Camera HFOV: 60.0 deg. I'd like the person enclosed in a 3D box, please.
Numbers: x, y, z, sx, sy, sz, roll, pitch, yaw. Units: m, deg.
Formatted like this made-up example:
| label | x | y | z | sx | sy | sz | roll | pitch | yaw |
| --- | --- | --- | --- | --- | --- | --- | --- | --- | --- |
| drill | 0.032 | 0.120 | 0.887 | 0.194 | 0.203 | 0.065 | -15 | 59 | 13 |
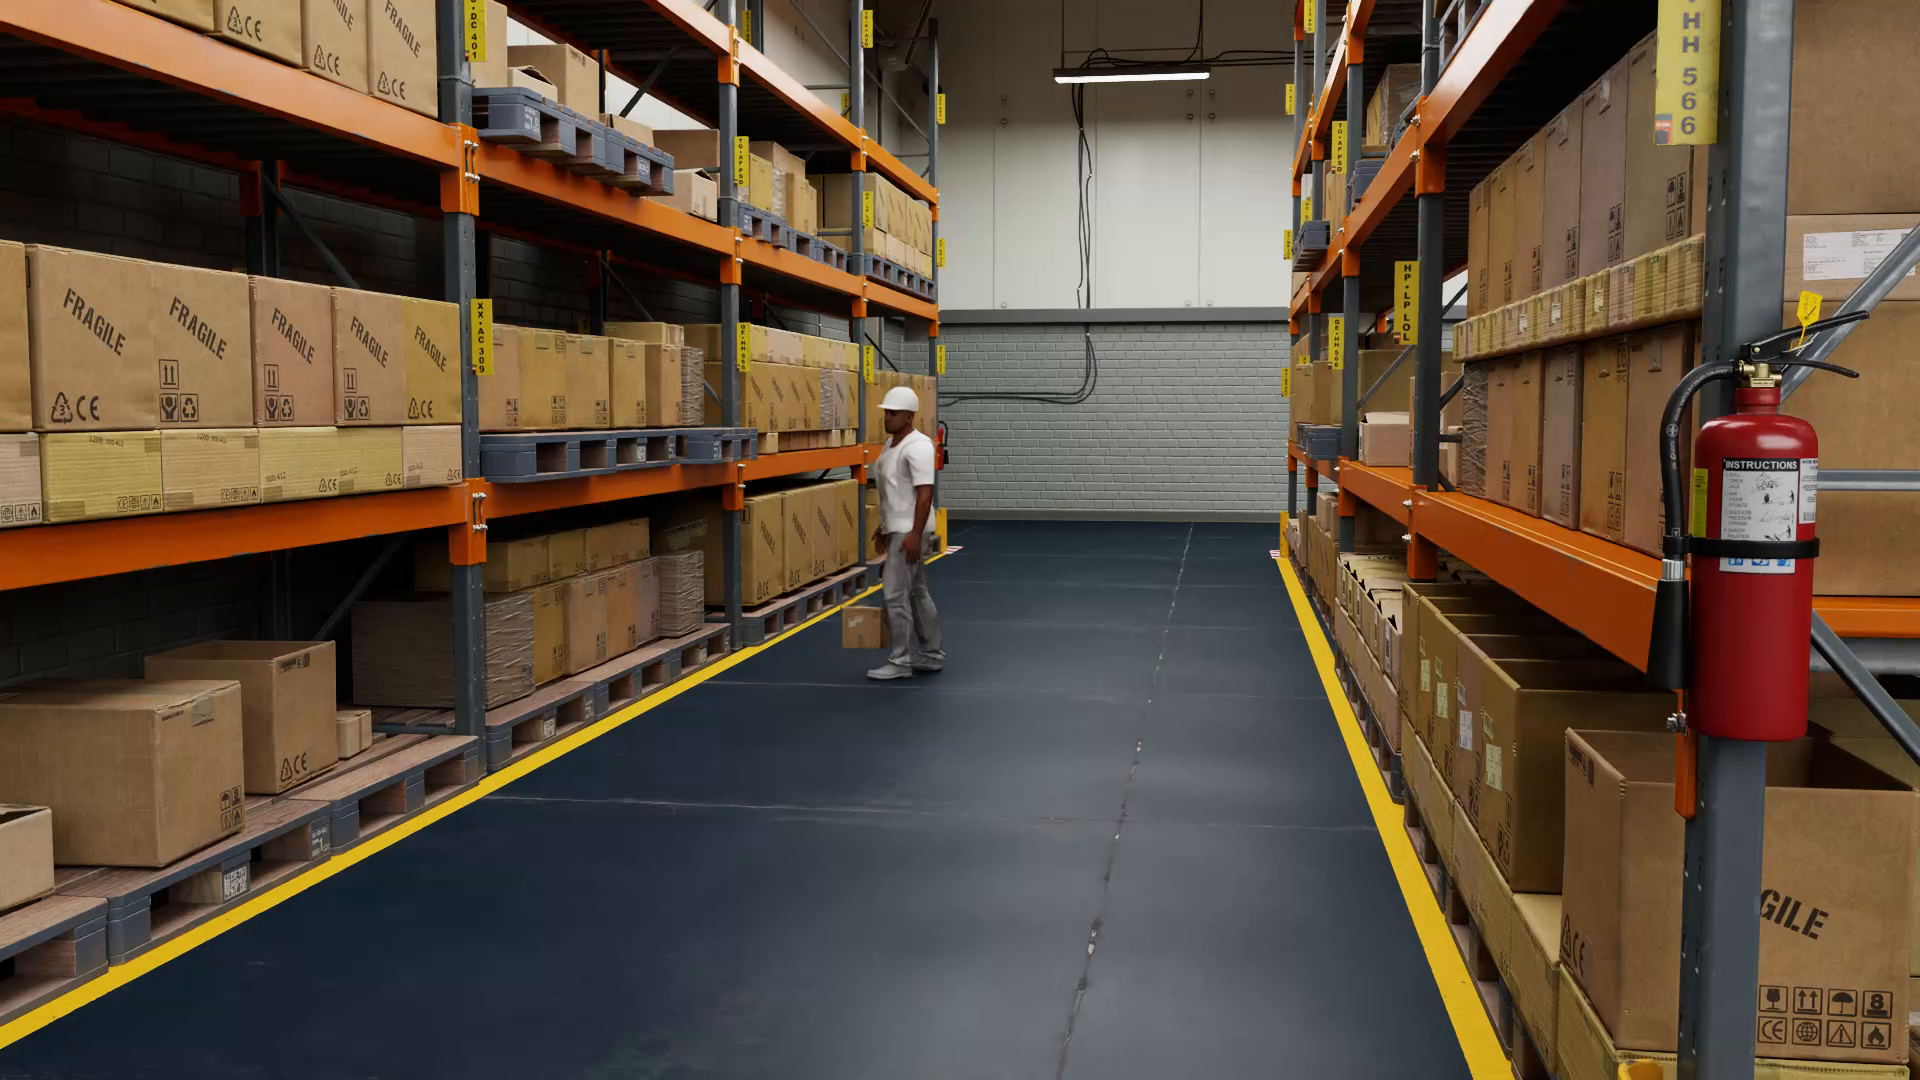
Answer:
| label | x | y | z | sx | sy | sz | roll | pitch | yaw |
| --- | --- | --- | --- | --- | --- | --- | --- | --- | --- |
| person | -0.333 | -0.046 | 10.106 | 0.556 | 1.761 | 0.581 | -1 | 5 | -18 |
